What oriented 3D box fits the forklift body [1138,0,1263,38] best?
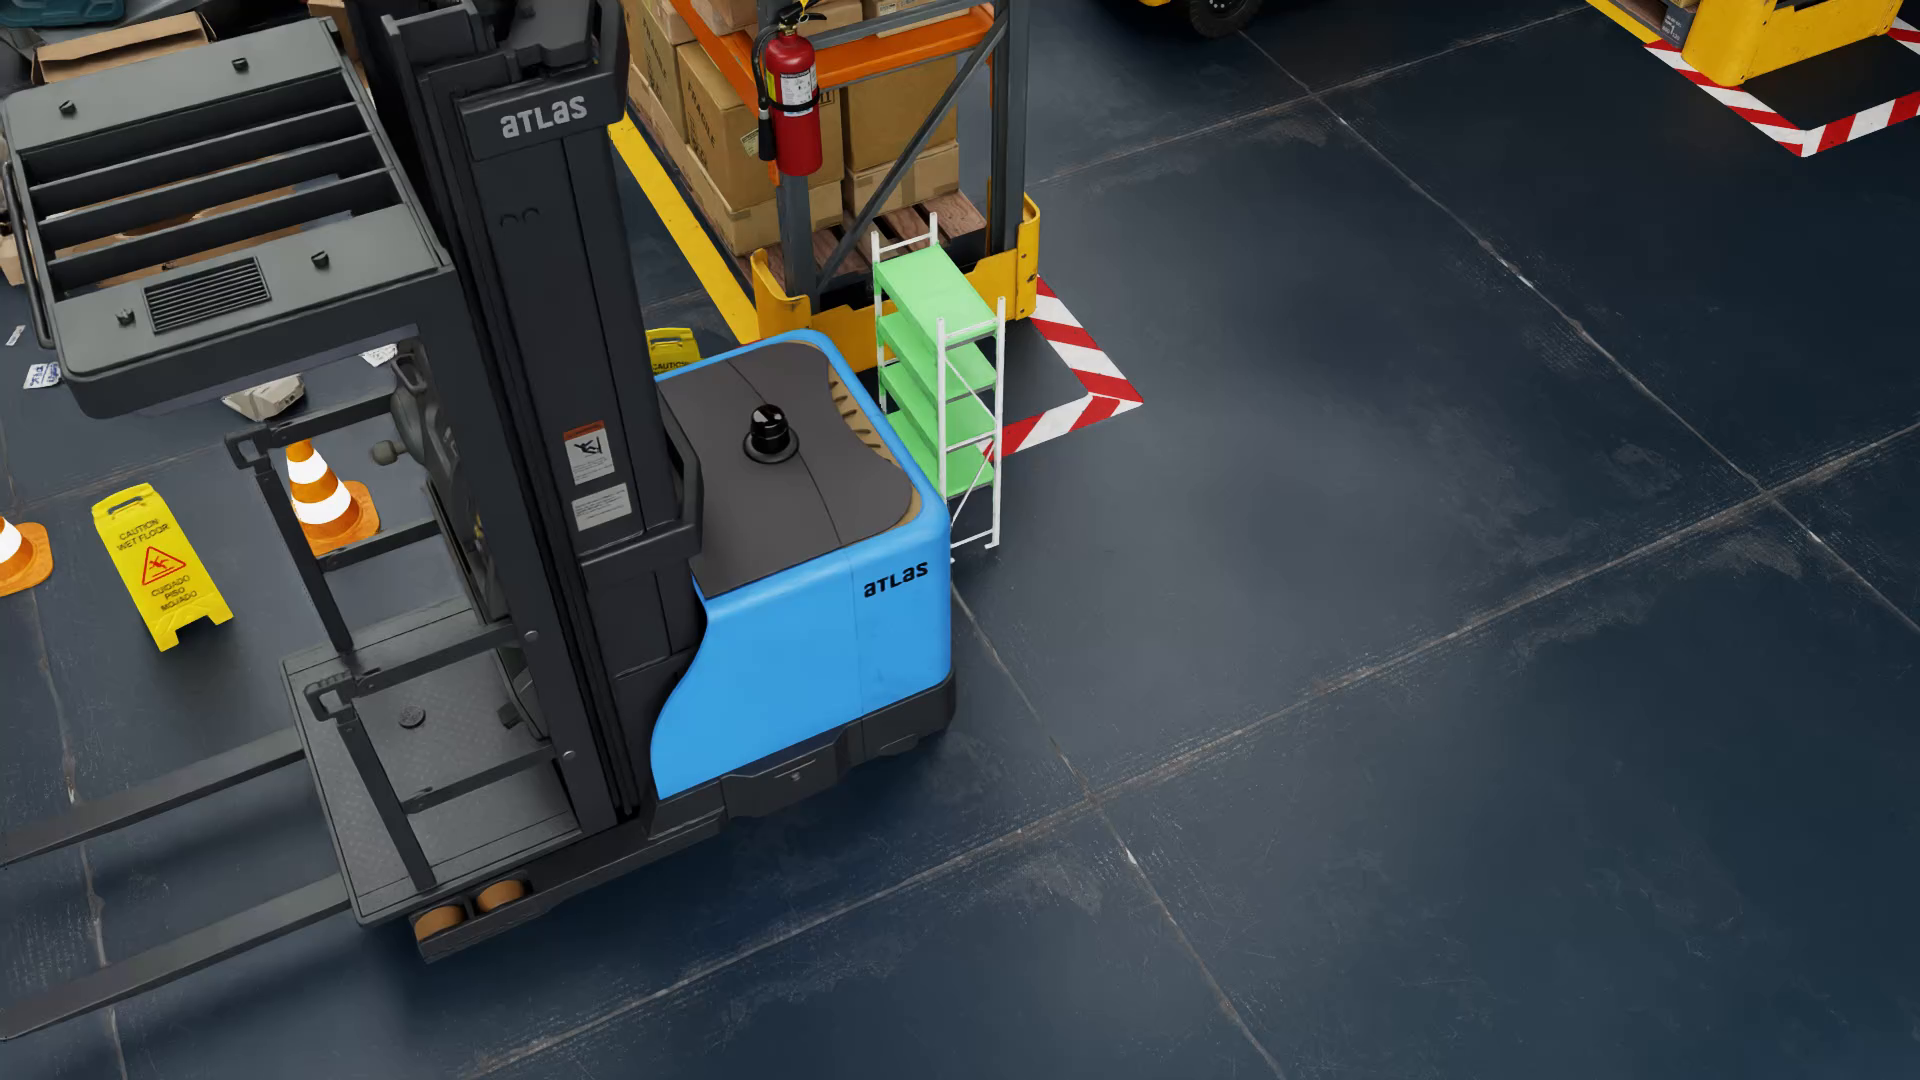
[{"bbox_3d":[1.706,-3.901,8.233,2.313,2.155,1.214,-21,52,-18],"label":"forklift body"}]

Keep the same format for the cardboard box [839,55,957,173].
[{"bbox_3d":[-0.351,-1.958,7.019,0.500,0.500,0.500,-23,53,-19],"label":"cardboard box"}]

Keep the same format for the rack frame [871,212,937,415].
[{"bbox_3d":[-0.187,-0.669,6.038,0.240,1.200,0.015,-21,52,-18],"label":"rack frame"}]

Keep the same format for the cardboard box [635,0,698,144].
[{"bbox_3d":[-1.056,-2.102,7.145,0.500,0.500,0.500,-19,52,-16],"label":"cardboard box"}]

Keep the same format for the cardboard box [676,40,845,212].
[{"bbox_3d":[-0.815,-1.753,6.840,0.500,0.500,0.500,-21,52,-17],"label":"cardboard box"}]

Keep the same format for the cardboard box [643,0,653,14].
[{"bbox_3d":[-1.154,-2.359,6.939,0.380,0.149,0.250,-20,52,-17],"label":"cardboard box"}]

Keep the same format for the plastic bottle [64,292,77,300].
[{"bbox_3d":[-3.755,-0.956,7.045,0.283,0.061,0.133,35,57,27],"label":"plastic bottle"}]

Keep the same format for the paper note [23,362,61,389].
[{"bbox_3d":[-3.760,-0.683,6.828,0.144,0.017,0.142,-5,49,-5],"label":"paper note"}]

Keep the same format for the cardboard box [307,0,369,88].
[{"bbox_3d":[-2.766,-2.496,8.100,0.500,0.500,0.500,10,50,8],"label":"cardboard box"}]

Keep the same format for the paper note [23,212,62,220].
[{"bbox_3d":[-4.153,-1.473,7.523,0.172,0.023,0.155,-5,49,-5],"label":"paper note"}]

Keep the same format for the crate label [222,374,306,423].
[{"bbox_3d":[-2.806,-0.623,6.704,0.298,0.136,0.250,26,54,21],"label":"crate label"}]

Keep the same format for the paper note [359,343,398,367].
[{"bbox_3d":[-2.419,-0.797,6.927,0.142,0.019,0.148,35,57,27],"label":"paper note"}]

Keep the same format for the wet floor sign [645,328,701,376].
[{"bbox_3d":[-1.081,-0.556,6.308,0.267,0.644,0.232,-5,49,-5],"label":"wet floor sign"}]

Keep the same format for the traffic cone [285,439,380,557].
[{"bbox_3d":[-2.391,-0.226,6.140,0.336,0.463,0.334,-21,52,-18],"label":"traffic cone"}]

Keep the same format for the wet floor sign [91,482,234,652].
[{"bbox_3d":[-2.797,0.058,5.771,0.267,0.644,0.232,-30,55,-23],"label":"wet floor sign"}]

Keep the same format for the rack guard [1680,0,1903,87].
[{"bbox_3d":[4.207,-2.700,8.280,1.175,0.500,0.348,-21,52,-18],"label":"rack guard"}]

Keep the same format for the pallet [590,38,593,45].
[{"bbox_3d":[-1.708,-3.149,8.864,1.003,0.211,1.213,-21,52,-18],"label":"pallet"}]

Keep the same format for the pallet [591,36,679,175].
[{"bbox_3d":[-1.146,-2.331,8.149,1.003,0.211,1.213,-21,52,-18],"label":"pallet"}]

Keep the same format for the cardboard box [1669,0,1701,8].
[{"bbox_3d":[3.700,-2.978,8.410,0.500,0.250,0.500,-21,52,-17],"label":"cardboard box"}]

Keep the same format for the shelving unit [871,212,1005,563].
[{"bbox_3d":[-0.076,-0.506,5.895,0.258,1.200,0.503,-21,52,-18],"label":"shelving unit"}]

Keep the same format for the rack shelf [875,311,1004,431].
[{"bbox_3d":[-0.076,-0.622,5.763,0.258,0.148,0.480,-21,52,-18],"label":"rack shelf"}]

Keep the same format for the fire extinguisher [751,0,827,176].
[{"bbox_3d":[-0.573,-1.566,5.679,0.296,0.674,0.183,-21,52,-18],"label":"fire extinguisher"}]

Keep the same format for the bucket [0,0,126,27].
[{"bbox_3d":[-4.289,-2.857,7.921,0.726,0.611,0.620,-5,39,-5],"label":"bucket"}]

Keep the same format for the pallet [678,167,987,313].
[{"bbox_3d":[-0.591,-1.516,7.436,1.003,0.211,1.213,-21,52,-18],"label":"pallet"}]

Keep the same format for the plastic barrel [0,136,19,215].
[{"bbox_3d":[-4.519,-1.653,7.414,0.512,0.421,0.421,10,50,8],"label":"plastic barrel"}]

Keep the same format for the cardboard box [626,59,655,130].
[{"bbox_3d":[-1.300,-2.206,7.735,0.500,0.250,0.500,-23,53,-19],"label":"cardboard box"}]

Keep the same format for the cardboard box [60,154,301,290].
[{"bbox_3d":[-3.271,-1.309,7.060,0.637,0.503,0.797,18,51,15],"label":"cardboard box"}]

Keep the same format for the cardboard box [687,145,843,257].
[{"bbox_3d":[-0.836,-1.525,7.138,0.500,0.250,0.500,-21,52,-18],"label":"cardboard box"}]

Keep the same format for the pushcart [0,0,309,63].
[{"bbox_3d":[-4.051,-2.822,8.468,0.936,0.377,1.648,35,57,27],"label":"pushcart"}]

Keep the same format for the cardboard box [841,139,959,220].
[{"bbox_3d":[-0.339,-1.695,7.288,0.500,0.250,0.500,-22,52,-18],"label":"cardboard box"}]

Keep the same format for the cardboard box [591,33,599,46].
[{"bbox_3d":[-1.517,-2.542,8.028,0.500,0.250,0.500,-22,52,-18],"label":"cardboard box"}]

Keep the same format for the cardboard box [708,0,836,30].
[{"bbox_3d":[-0.709,-2.226,5.940,0.500,0.500,0.500,-22,52,-18],"label":"cardboard box"}]

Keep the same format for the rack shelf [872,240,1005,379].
[{"bbox_3d":[-0.076,-0.780,5.582,0.258,0.148,0.480,-21,52,-18],"label":"rack shelf"}]

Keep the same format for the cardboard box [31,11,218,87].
[{"bbox_3d":[-3.706,-1.977,7.554,0.797,0.637,0.503,-21,52,-18],"label":"cardboard box"}]

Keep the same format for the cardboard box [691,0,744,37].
[{"bbox_3d":[-0.792,-2.052,6.219,0.380,0.149,0.250,-22,52,-18],"label":"cardboard box"}]

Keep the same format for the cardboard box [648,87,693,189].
[{"bbox_3d":[-1.055,-1.858,7.430,0.500,0.250,0.500,-21,52,-17],"label":"cardboard box"}]

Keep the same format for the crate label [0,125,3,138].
[{"bbox_3d":[-4.671,-1.894,7.815,0.250,0.136,0.298,18,51,15],"label":"crate label"}]

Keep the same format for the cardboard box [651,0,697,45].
[{"bbox_3d":[-1.042,-2.190,6.791,0.380,0.149,0.250,-20,52,-16],"label":"cardboard box"}]

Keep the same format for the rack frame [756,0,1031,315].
[{"bbox_3d":[-0.216,-1.827,5.855,1.000,3.000,0.127,-21,52,-18],"label":"rack frame"}]

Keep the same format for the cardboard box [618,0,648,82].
[{"bbox_3d":[-1.281,-2.442,7.442,0.500,0.500,0.500,-22,52,-18],"label":"cardboard box"}]

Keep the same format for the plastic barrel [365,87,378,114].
[{"bbox_3d":[-2.507,-1.840,7.578,0.512,0.421,0.421,10,50,8],"label":"plastic barrel"}]

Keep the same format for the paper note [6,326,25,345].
[{"bbox_3d":[-3.973,-0.861,6.996,0.032,0.001,0.123,2,49,2],"label":"paper note"}]

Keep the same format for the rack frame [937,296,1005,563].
[{"bbox_3d":[0.036,-0.342,5.752,0.240,1.200,0.015,-21,52,-18],"label":"rack frame"}]

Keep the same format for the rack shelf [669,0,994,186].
[{"bbox_3d":[-1.131,-2.929,7.297,1.077,0.370,4.000,-21,52,-18],"label":"rack shelf"}]

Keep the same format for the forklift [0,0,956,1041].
[{"bbox_3d":[-1.564,-0.142,4.427,3.031,2.935,1.130,-21,52,-18],"label":"forklift"}]

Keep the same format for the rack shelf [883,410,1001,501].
[{"bbox_3d":[-0.076,-0.306,6.124,0.258,0.148,0.480,-21,52,-18],"label":"rack shelf"}]

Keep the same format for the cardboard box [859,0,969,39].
[{"bbox_3d":[-0.187,-2.043,6.211,0.380,0.149,0.250,-21,52,-17],"label":"cardboard box"}]

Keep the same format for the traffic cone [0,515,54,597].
[{"bbox_3d":[-3.552,-0.064,5.998,0.336,0.463,0.334,-21,52,-18],"label":"traffic cone"}]

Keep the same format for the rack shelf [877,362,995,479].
[{"bbox_3d":[-0.076,-0.464,5.943,0.258,0.148,0.480,-21,52,-18],"label":"rack shelf"}]

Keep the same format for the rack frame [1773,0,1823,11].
[{"bbox_3d":[4.196,-3.539,7.353,1.000,3.000,0.127,-21,52,-18],"label":"rack frame"}]

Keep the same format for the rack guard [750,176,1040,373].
[{"bbox_3d":[-0.251,-1.055,6.841,1.175,0.500,0.348,-21,52,-18],"label":"rack guard"}]

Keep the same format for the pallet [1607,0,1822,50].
[{"bbox_3d":[3.809,-3.119,8.837,1.003,0.211,1.213,-21,52,-18],"label":"pallet"}]

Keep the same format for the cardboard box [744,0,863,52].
[{"bbox_3d":[-0.577,-1.921,6.104,0.380,0.149,0.250,-20,52,-16],"label":"cardboard box"}]

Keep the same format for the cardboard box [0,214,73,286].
[{"bbox_3d":[-3.977,-1.316,7.224,0.396,0.266,0.258,-13,50,-11],"label":"cardboard box"}]
